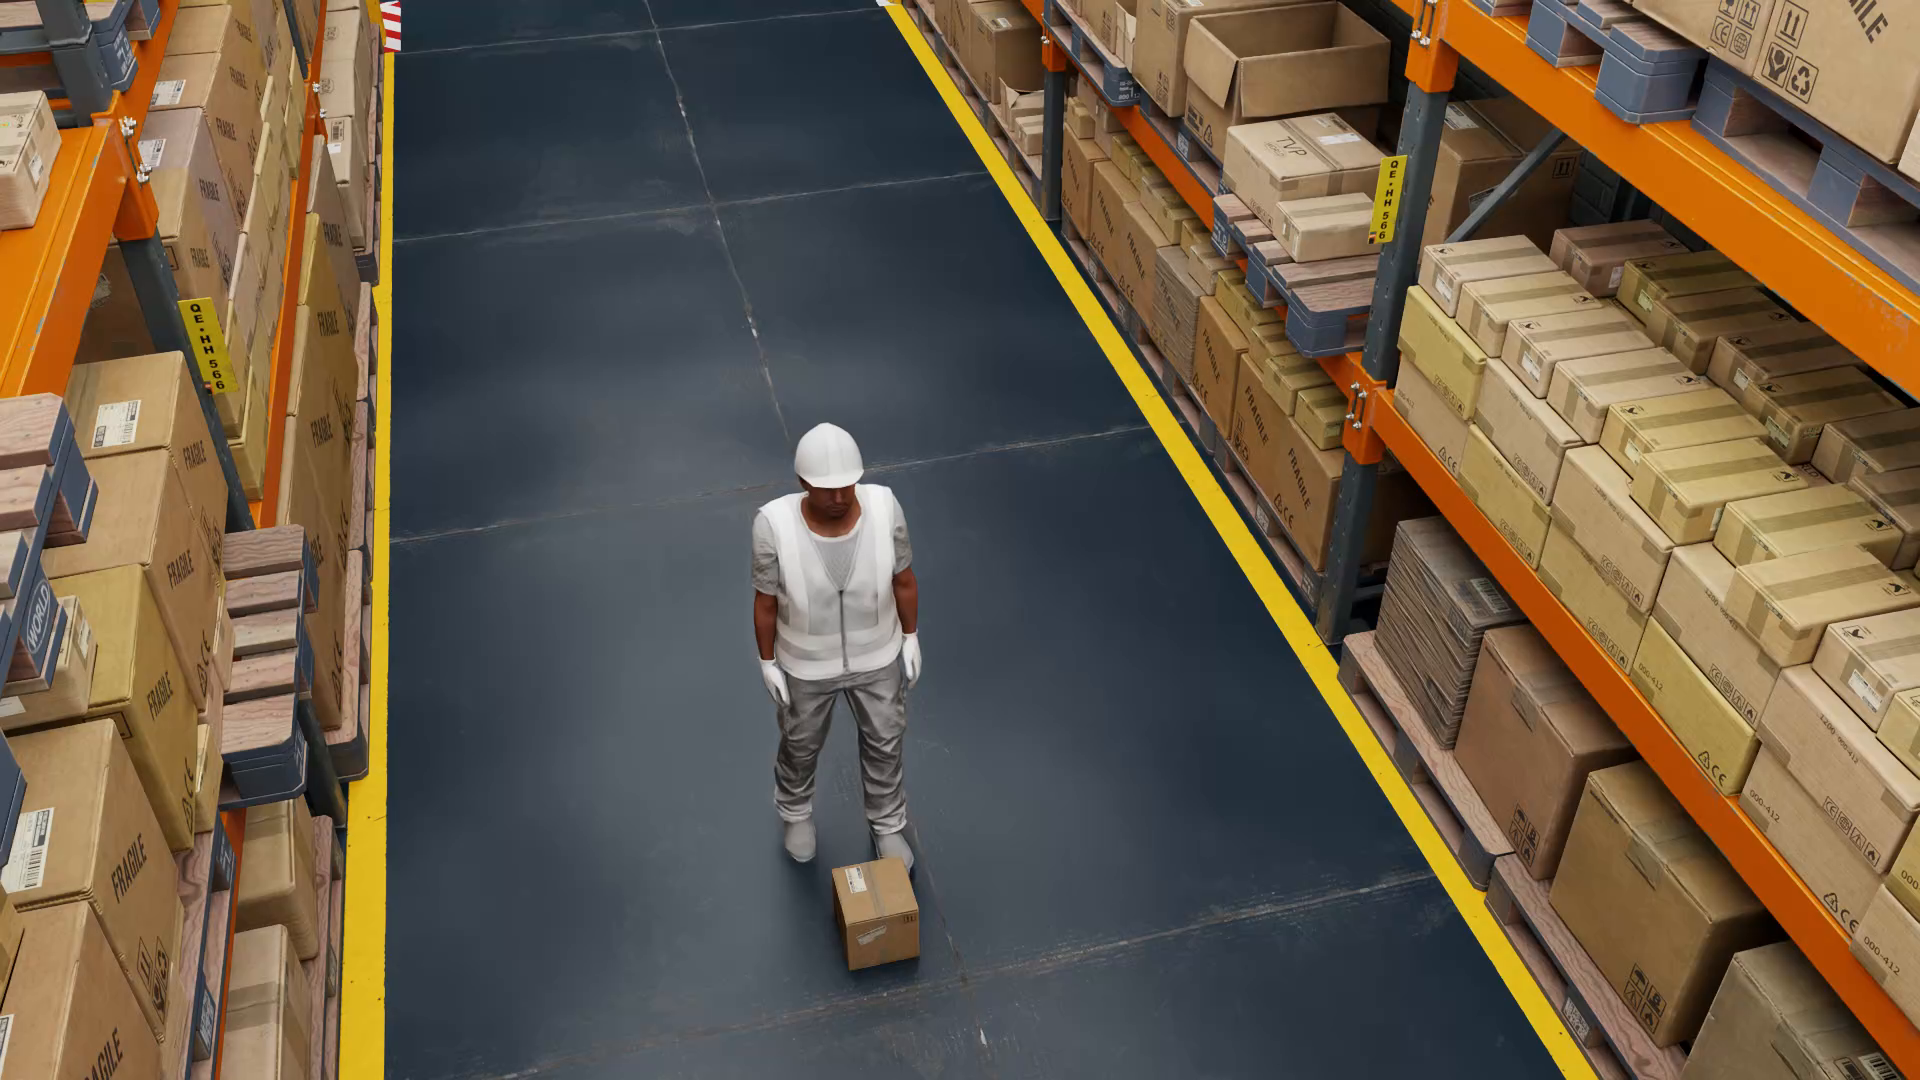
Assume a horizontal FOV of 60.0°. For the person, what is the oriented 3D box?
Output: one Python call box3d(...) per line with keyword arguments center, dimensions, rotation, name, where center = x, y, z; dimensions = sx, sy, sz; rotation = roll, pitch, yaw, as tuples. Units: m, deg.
box3d(center=(-0.396, 0.418, 5.620), dimensions=(0.558, 1.816, 0.482), rotation=(-9, 39, -11), name="person")
